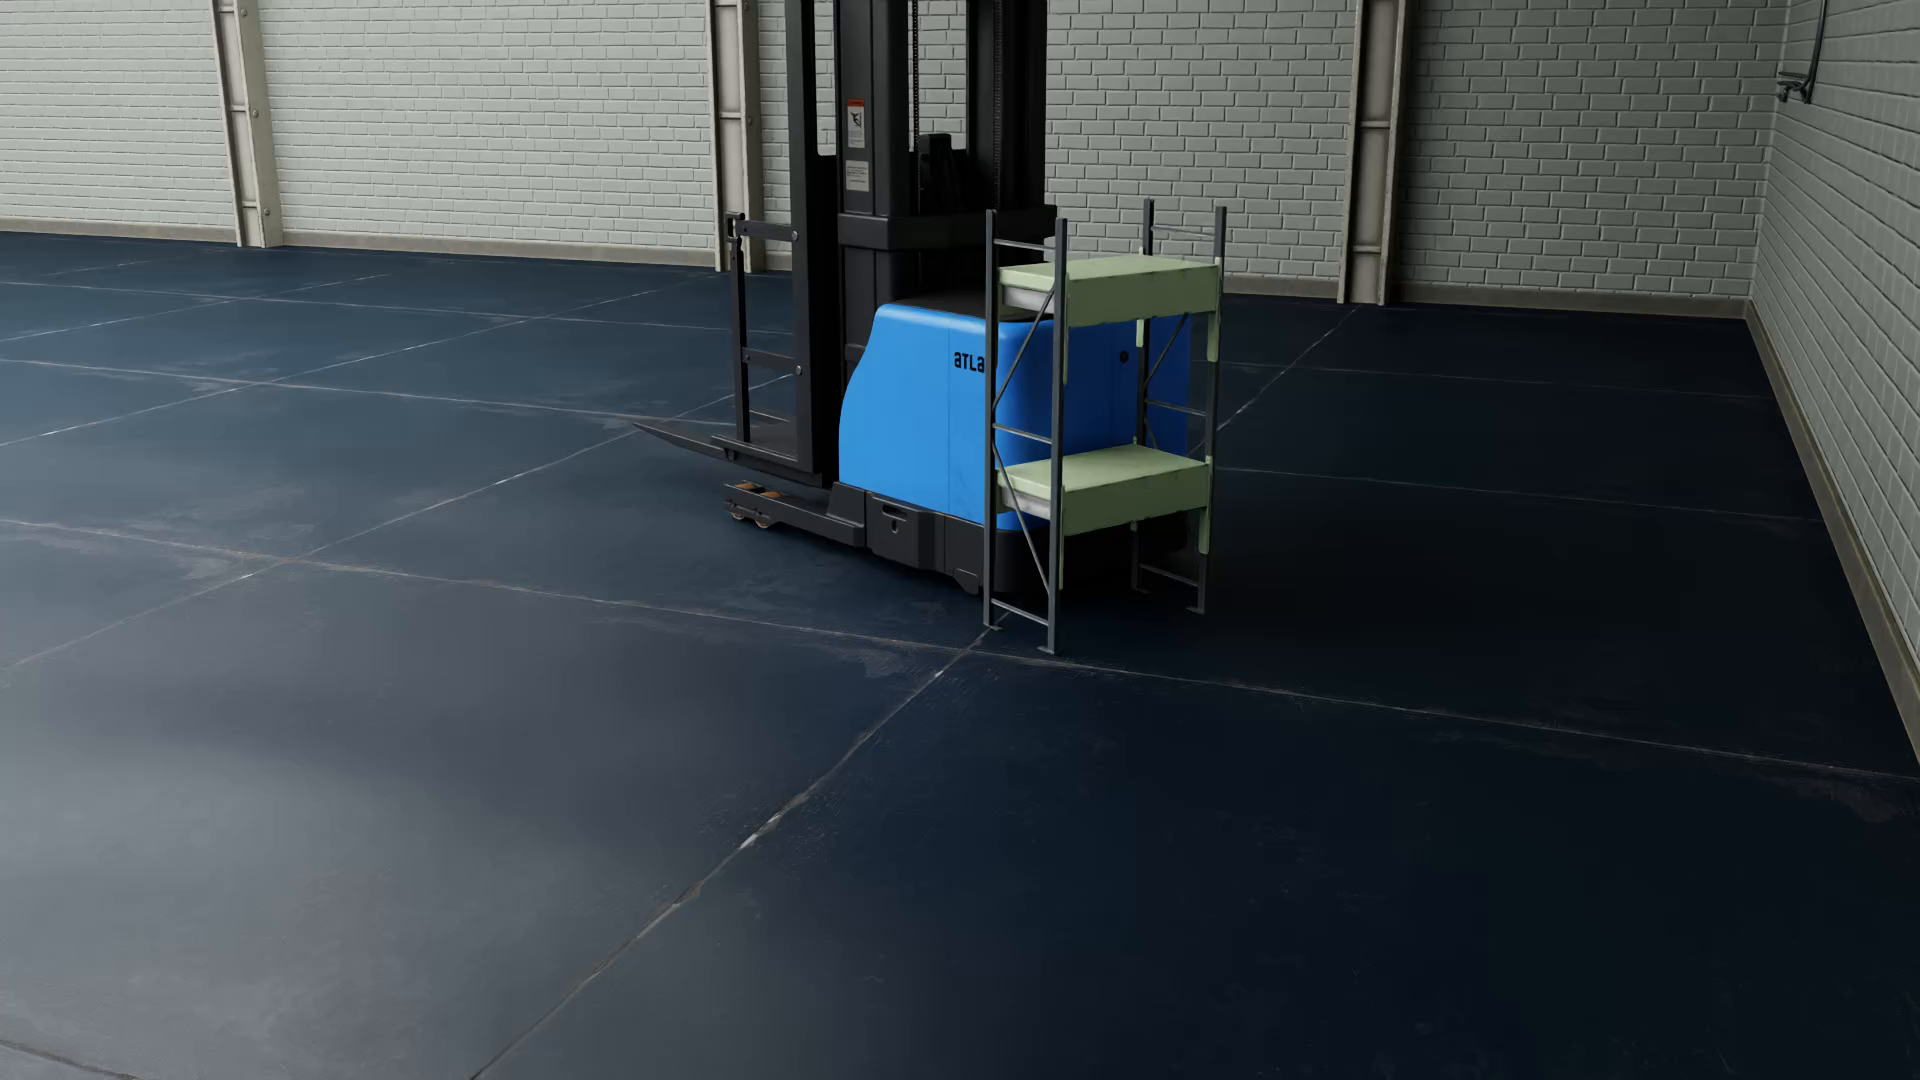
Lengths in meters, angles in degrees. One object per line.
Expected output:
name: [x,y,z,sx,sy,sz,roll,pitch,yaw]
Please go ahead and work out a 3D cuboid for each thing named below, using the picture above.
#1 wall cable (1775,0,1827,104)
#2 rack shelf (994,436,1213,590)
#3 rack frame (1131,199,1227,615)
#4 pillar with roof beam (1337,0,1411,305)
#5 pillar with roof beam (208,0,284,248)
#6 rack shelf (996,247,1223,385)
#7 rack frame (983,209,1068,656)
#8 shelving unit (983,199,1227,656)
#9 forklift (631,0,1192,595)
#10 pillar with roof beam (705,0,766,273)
wall cable: [5.692,-4.215,11.121,0.112,2.526,3.097,6,17,21]
rack shelf: [0.508,-0.112,6.037,0.720,0.370,0.431,-12,20,-35]
rack frame: [0.800,-0.487,6.157,0.023,1.500,0.400,-12,20,-35]
pillar with roof beam: [1.857,-5.234,9.062,0.400,9.000,9.100,6,17,21]
pillar with roof beam: [-9.306,-6.461,13.290,0.400,9.000,9.100,6,17,21]
rack shelf: [0.509,-0.800,5.835,0.720,0.370,0.431,-12,20,-35]
rack frame: [0.217,-0.364,5.733,0.023,1.500,0.400,-12,20,-35]
shelving unit: [0.509,-0.425,5.945,0.755,1.500,0.431,-12,20,-35]
forklift: [-0.417,-1.539,7.218,1.130,2.935,3.031,-14,21,-40]
pillar with roof beam: [-3.724,-5.848,11.176,0.400,9.000,9.100,6,17,21]
